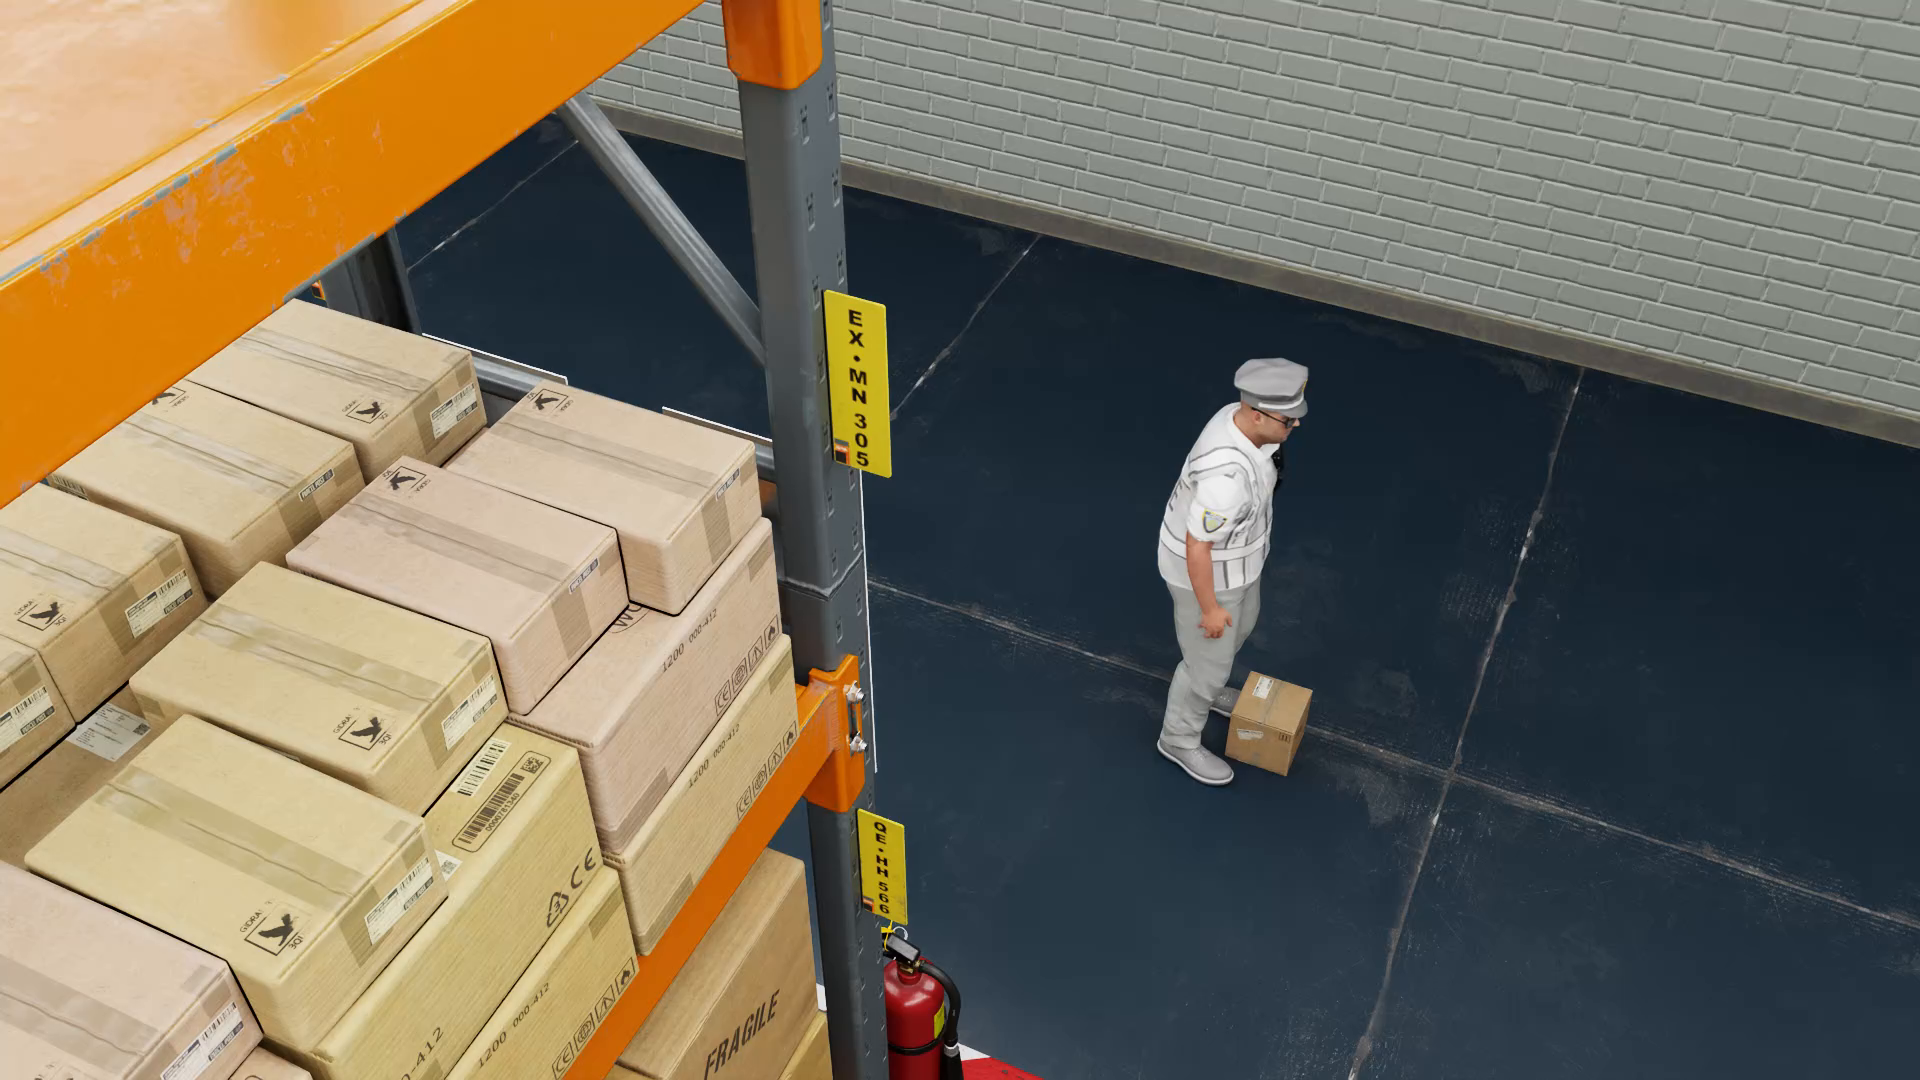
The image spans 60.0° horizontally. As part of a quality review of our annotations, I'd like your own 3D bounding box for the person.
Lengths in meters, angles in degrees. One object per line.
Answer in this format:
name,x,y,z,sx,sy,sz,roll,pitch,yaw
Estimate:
person,0.951,0.083,6.060,0.435,1.749,0.585,18,45,19
